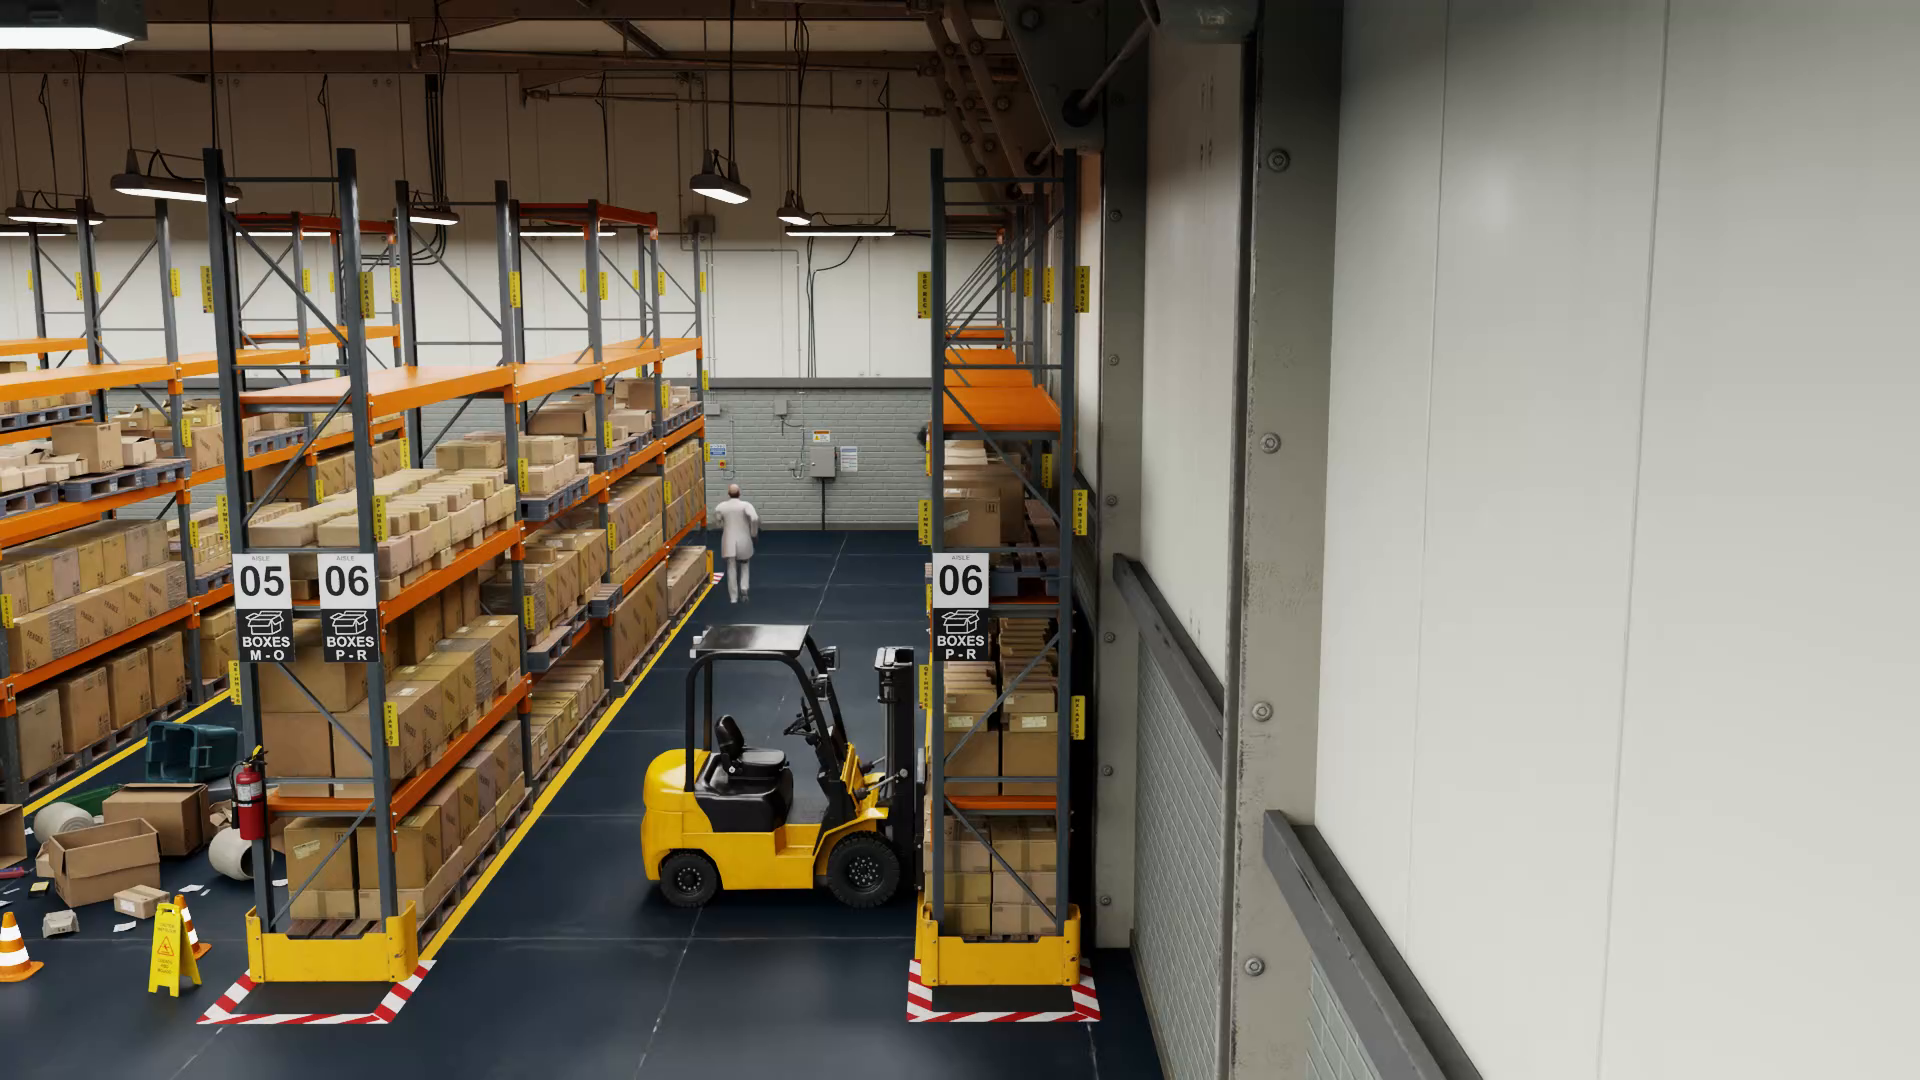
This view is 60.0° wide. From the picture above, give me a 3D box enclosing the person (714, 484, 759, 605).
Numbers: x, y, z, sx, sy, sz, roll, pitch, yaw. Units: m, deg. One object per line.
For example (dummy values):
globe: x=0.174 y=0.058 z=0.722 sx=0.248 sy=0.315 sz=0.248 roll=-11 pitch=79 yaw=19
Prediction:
person: x=-3.307 y=0.122 z=24.715 sx=0.675 sy=1.751 sz=0.750 roll=-1 pitch=9 yaw=-4
